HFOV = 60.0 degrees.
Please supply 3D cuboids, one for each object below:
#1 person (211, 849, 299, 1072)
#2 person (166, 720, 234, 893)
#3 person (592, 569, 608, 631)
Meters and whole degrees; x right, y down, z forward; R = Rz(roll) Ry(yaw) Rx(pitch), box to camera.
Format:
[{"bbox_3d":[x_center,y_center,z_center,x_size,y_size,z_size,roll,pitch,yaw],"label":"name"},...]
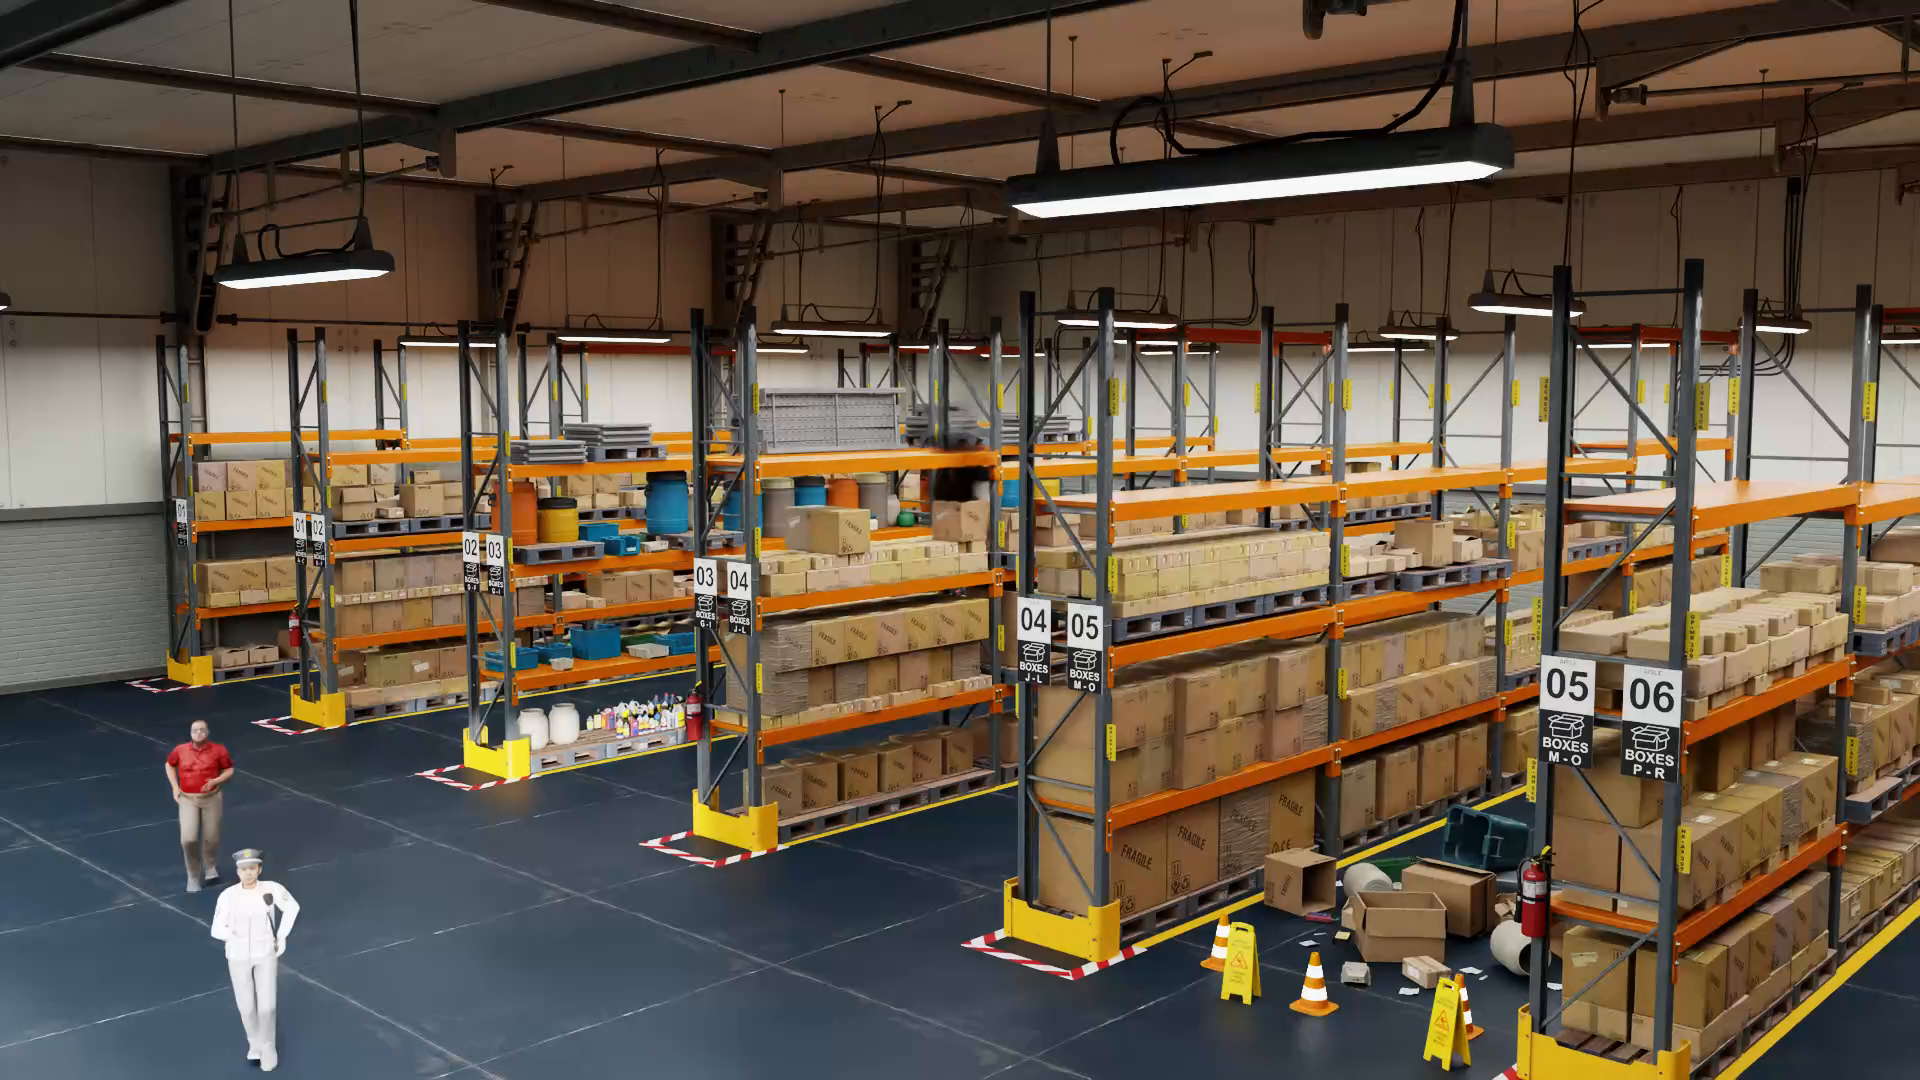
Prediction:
[{"bbox_3d":[-5.297,3.159,12.492,0.594,1.712,0.638,-1,6,-16],"label":"person"},{"bbox_3d":[-7.786,2.738,17.057,0.650,1.801,0.671,-2,6,-22],"label":"person"},{"bbox_3d":[-6.755,1.368,31.387,0.569,1.647,0.963,5,7,41],"label":"person"}]
